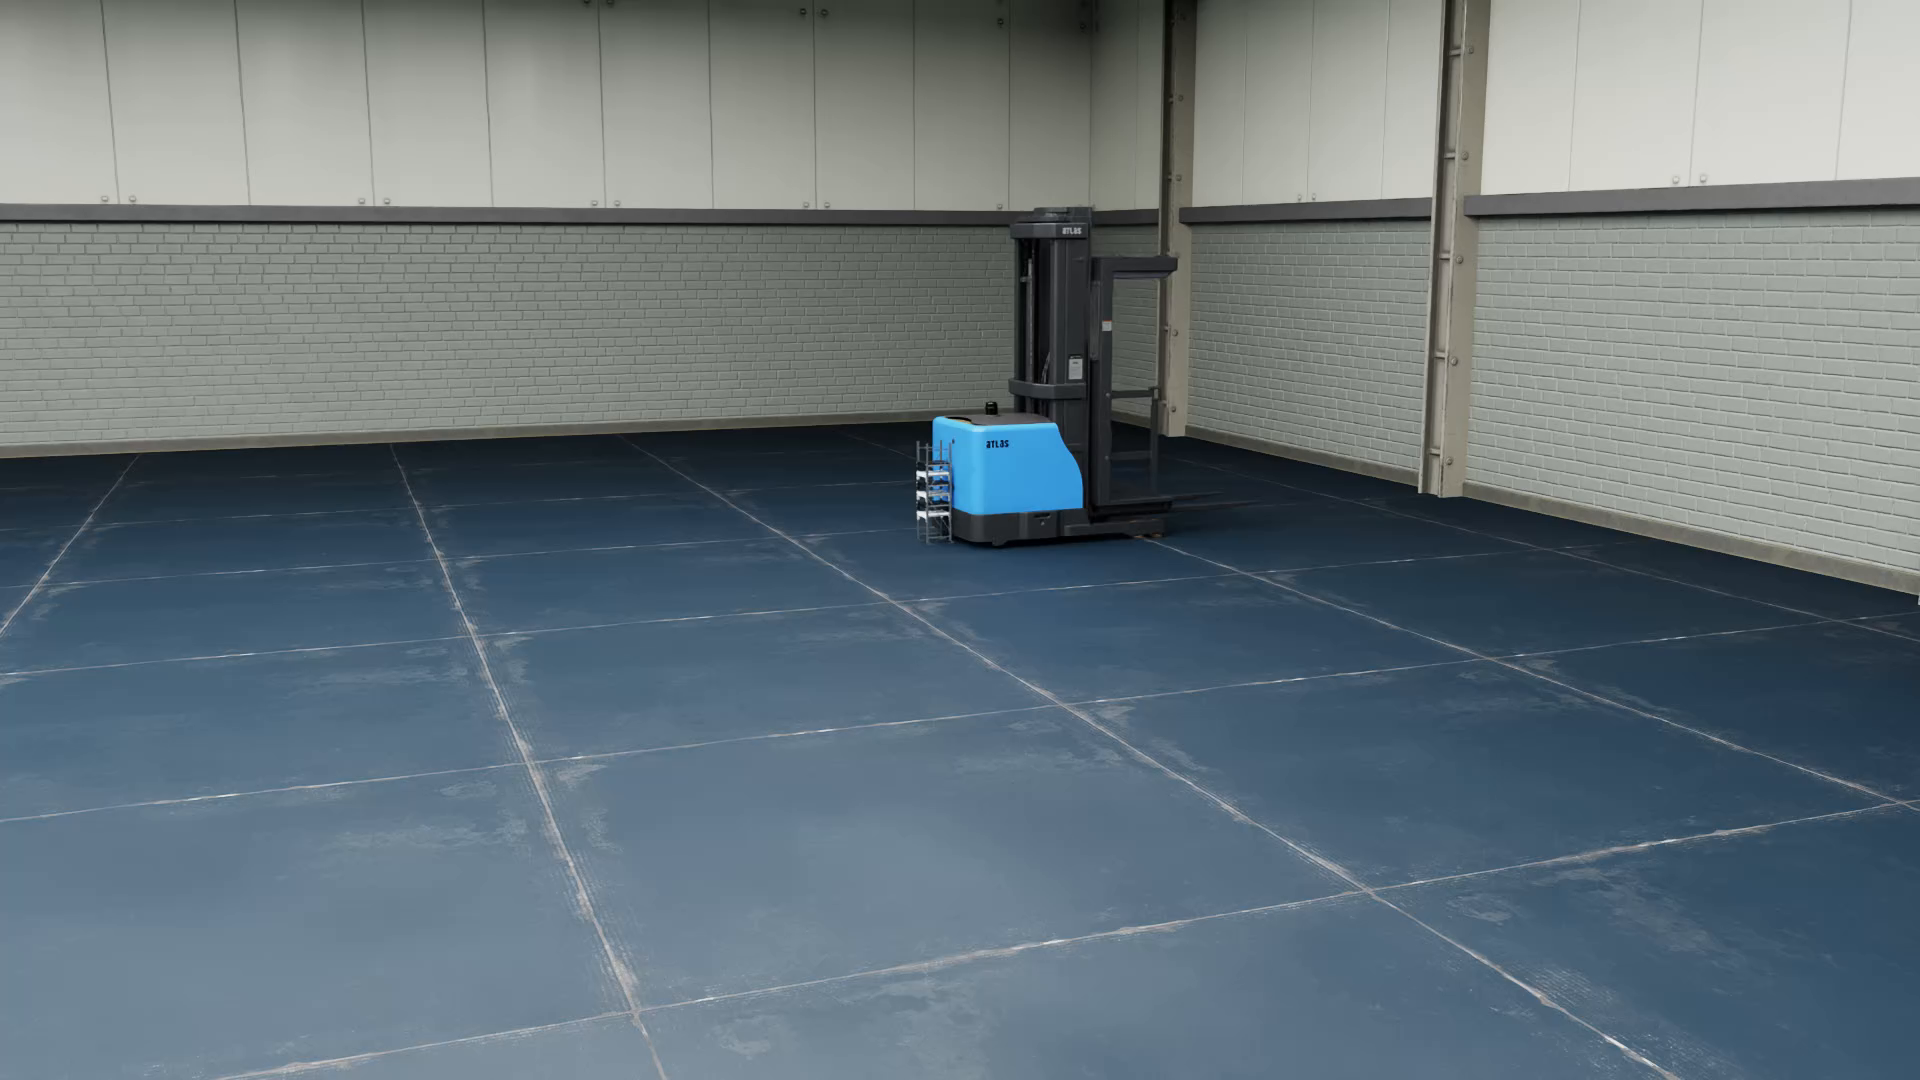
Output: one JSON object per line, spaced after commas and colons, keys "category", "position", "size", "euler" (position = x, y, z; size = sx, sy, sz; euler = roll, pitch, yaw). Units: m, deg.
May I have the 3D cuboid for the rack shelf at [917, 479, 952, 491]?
{"category": "rack shelf", "position": [-0.228, -0.479, 14.720], "size": [0.258, 0.077, 0.200], "euler": [-5, 11, -24]}

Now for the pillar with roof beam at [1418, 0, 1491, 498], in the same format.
{"category": "pillar with roof beam", "position": [1.093, -4.642, 15.321], "size": [9.100, 9.000, 0.400], "euler": [-4, 11, -21]}

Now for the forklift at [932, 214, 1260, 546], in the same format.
{"category": "forklift", "position": [1.306, -1.503, 15.182], "size": [3.031, 2.867, 1.129], "euler": [-4, 11, -23]}

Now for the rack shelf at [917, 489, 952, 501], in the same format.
{"category": "rack shelf", "position": [-0.228, -0.391, 14.736], "size": [0.258, 0.077, 0.200], "euler": [-5, 11, -24]}

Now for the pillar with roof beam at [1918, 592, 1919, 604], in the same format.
{"category": "pillar with roof beam", "position": [3.267, -3.663, 9.816], "size": [9.100, 9.000, 0.400], "euler": [-4, 11, -21]}

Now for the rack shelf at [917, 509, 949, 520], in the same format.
{"category": "rack shelf", "position": [-0.228, -0.213, 14.768], "size": [0.258, 0.077, 0.200], "euler": [-5, 11, -24]}

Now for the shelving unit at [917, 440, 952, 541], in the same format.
{"category": "shelving unit", "position": [-0.229, -0.424, 14.733], "size": [0.258, 0.900, 0.205], "euler": [-5, 11, -24]}

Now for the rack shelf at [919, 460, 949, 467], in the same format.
{"category": "rack shelf", "position": [-0.228, -0.676, 14.685], "size": [0.221, 0.026, 0.190], "euler": [-5, 11, -24]}

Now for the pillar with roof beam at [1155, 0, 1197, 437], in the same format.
{"category": "pillar with roof beam", "position": [-1.081, -5.621, 20.827], "size": [9.100, 9.000, 0.400], "euler": [-4, 11, -21]}

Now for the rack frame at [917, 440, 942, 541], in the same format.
{"category": "rack frame", "position": [-0.270, -0.440, 14.822], "size": [0.240, 0.900, 0.006], "euler": [-5, 11, -24]}

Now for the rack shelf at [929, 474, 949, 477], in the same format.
{"category": "rack shelf", "position": [-0.228, -0.582, 14.702], "size": [0.199, 0.015, 0.184], "euler": [-5, 11, -24]}

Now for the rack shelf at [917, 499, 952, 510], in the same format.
{"category": "rack shelf", "position": [-0.228, -0.302, 14.752], "size": [0.258, 0.077, 0.200], "euler": [-5, 11, -24]}
